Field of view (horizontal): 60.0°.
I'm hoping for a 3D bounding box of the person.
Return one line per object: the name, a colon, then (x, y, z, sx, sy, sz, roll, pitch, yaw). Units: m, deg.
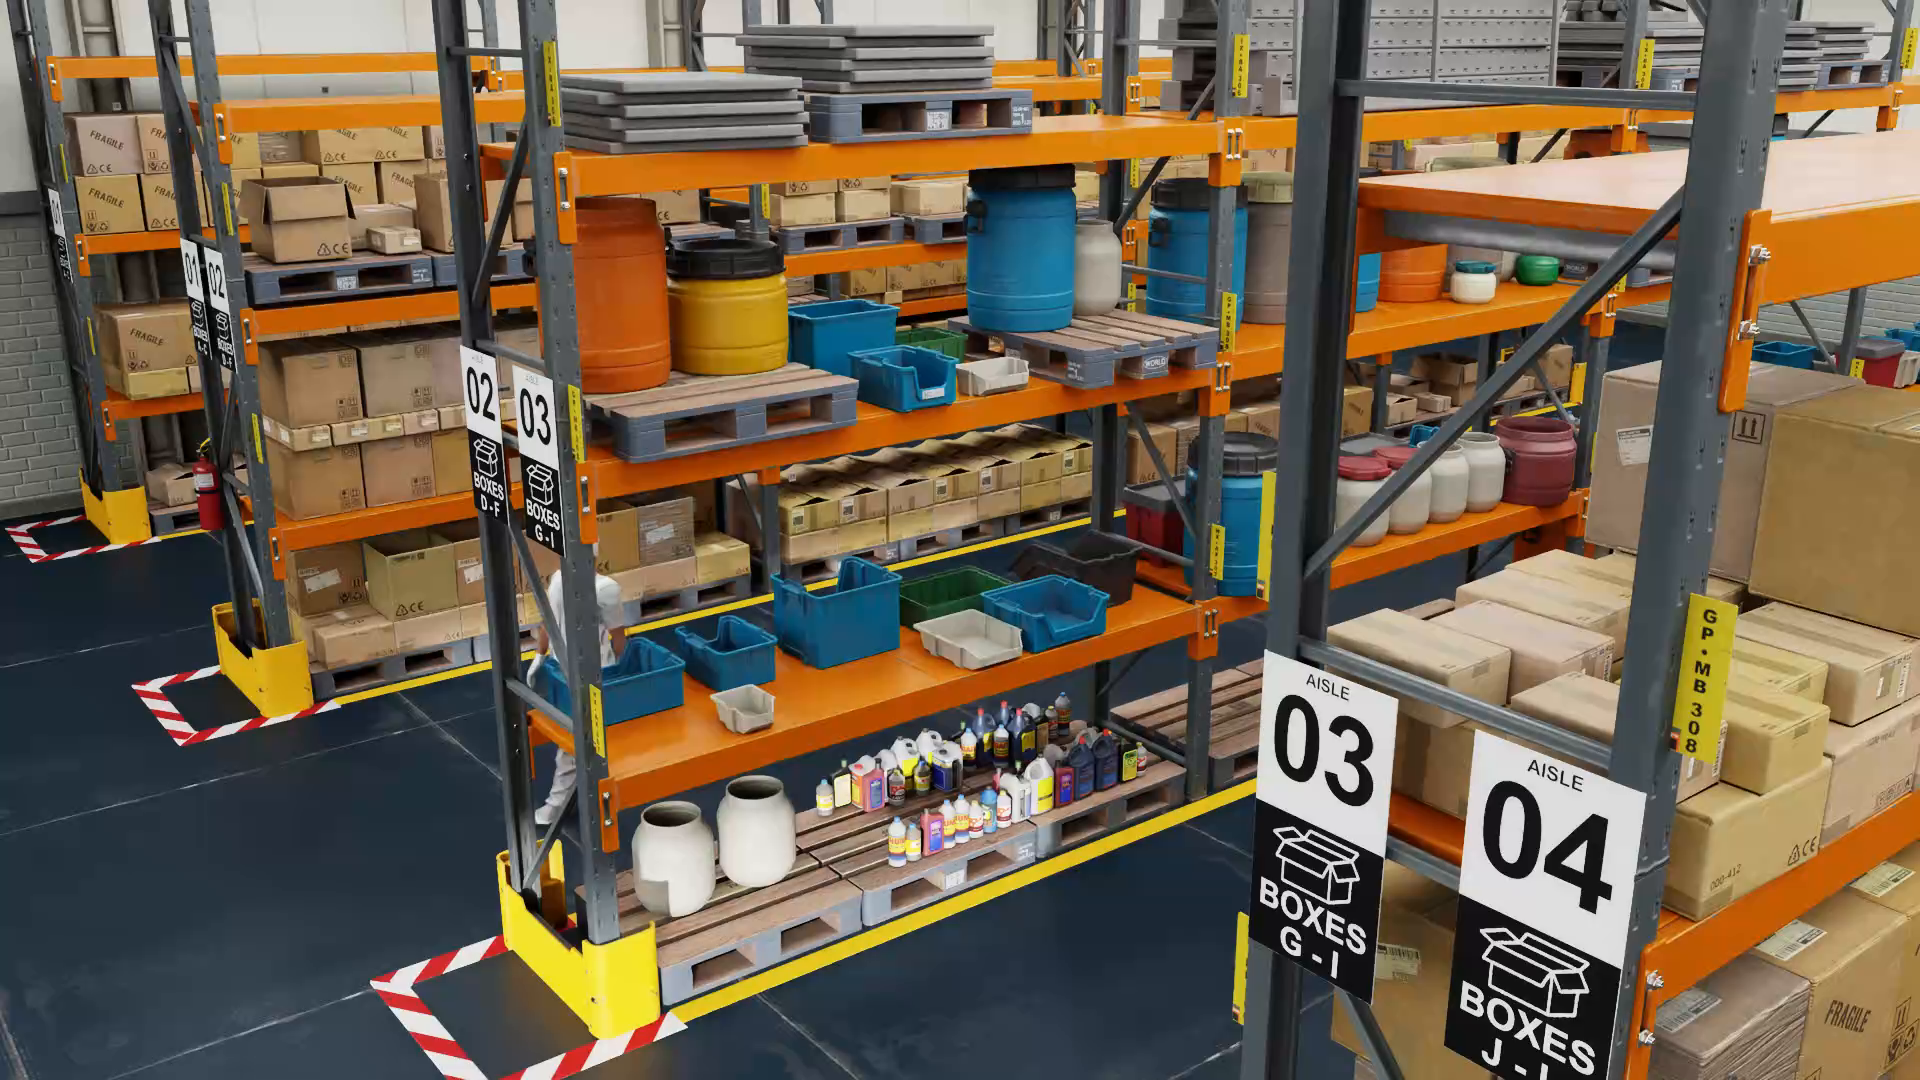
person: (-2.306, 0.774, 10.085, 0.579, 1.748, 1.031, 14, 22, 38)
